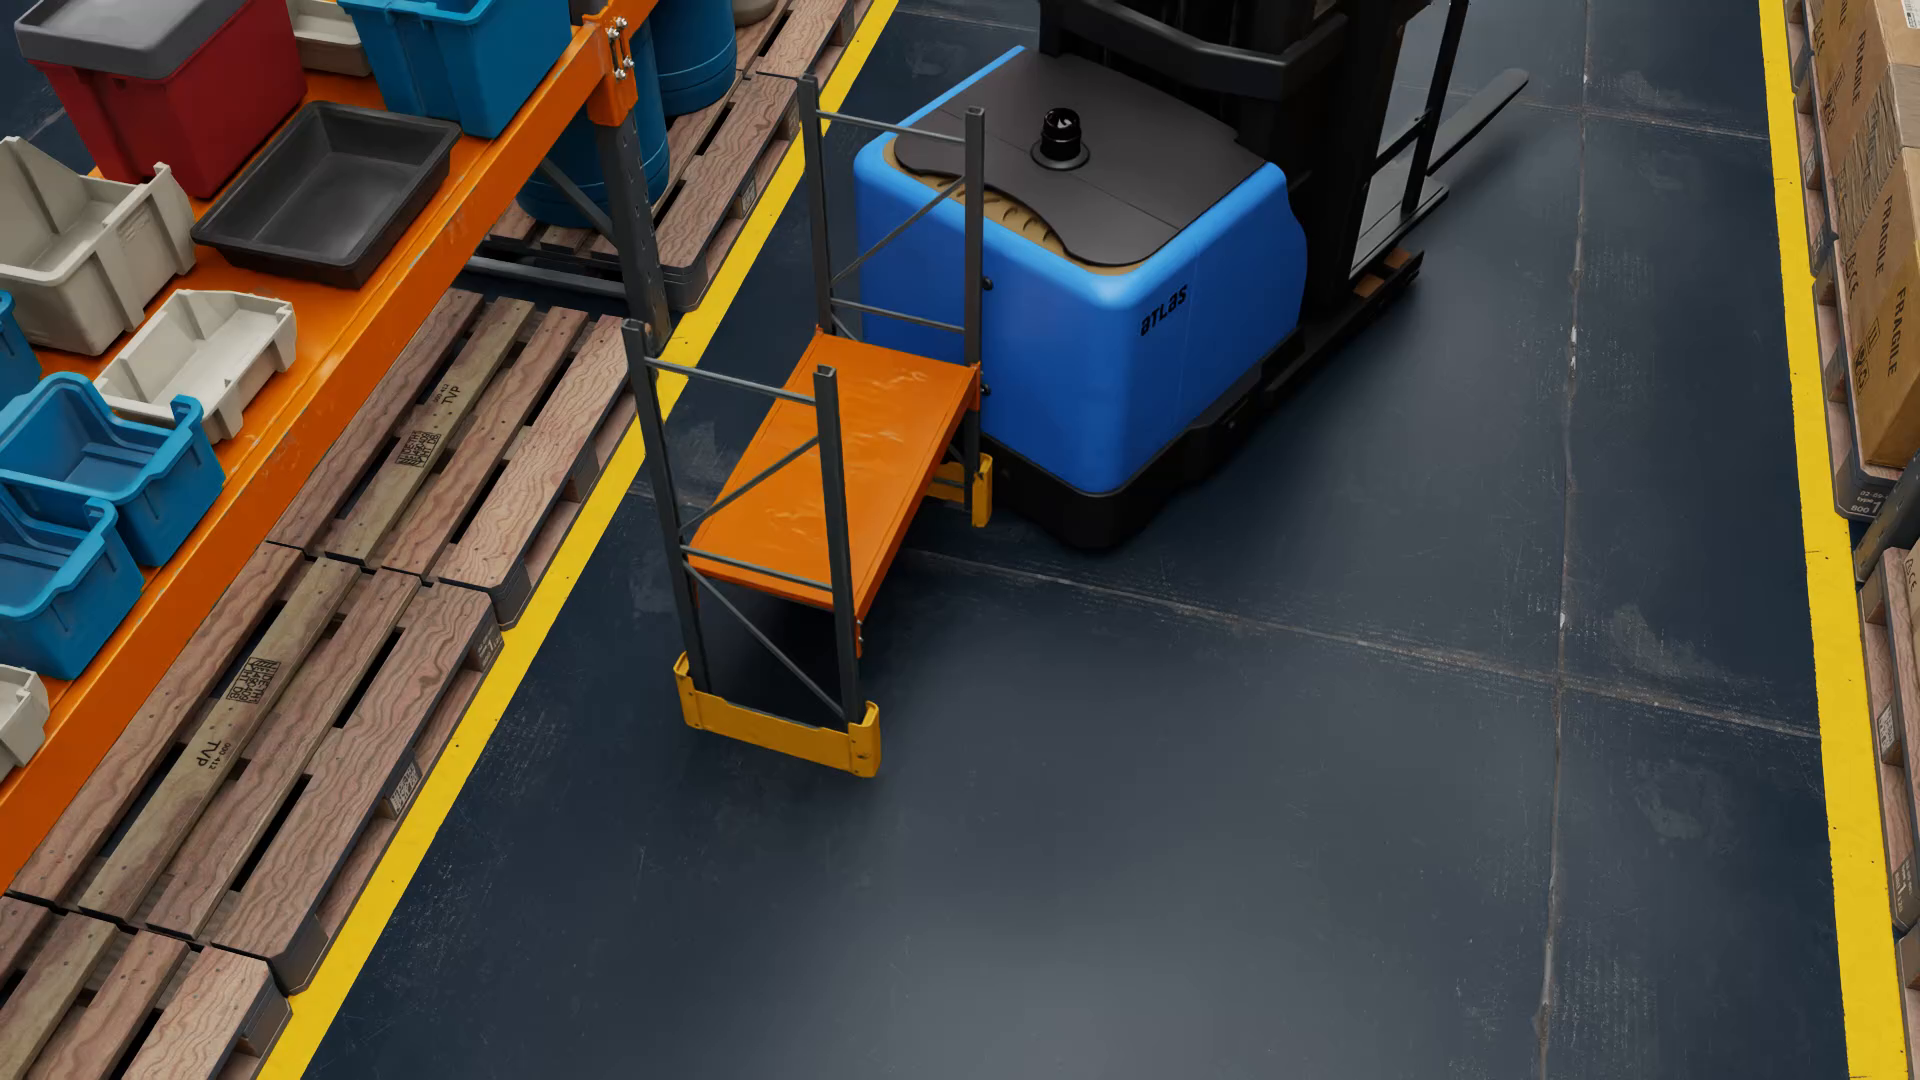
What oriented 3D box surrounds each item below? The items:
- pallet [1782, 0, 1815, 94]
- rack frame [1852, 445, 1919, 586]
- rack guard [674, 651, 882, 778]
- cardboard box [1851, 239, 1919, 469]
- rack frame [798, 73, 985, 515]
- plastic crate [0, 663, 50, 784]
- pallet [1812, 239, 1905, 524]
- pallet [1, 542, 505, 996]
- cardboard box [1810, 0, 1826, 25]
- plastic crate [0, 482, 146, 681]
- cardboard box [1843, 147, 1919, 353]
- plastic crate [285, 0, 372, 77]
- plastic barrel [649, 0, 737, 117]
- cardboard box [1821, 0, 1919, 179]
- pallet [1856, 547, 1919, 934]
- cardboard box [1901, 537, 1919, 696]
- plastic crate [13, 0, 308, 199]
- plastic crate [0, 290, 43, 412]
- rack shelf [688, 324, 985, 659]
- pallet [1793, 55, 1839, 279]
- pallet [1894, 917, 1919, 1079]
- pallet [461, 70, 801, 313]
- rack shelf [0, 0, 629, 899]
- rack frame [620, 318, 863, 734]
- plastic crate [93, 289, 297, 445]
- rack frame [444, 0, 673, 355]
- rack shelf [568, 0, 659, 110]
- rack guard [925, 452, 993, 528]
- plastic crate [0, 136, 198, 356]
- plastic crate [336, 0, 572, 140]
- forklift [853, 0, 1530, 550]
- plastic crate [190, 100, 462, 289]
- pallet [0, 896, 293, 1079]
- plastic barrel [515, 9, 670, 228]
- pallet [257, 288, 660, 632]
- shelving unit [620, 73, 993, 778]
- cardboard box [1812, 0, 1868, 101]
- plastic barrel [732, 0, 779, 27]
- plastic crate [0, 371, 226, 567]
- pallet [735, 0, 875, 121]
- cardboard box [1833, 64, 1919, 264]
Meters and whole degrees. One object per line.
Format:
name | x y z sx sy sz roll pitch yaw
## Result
pallet | 4.080 -2.242 7.088 1.003 0.211 1.213 12 50 10
rack frame | 3.260 -0.804 3.959 1.000 3.000 0.127 12 50 10
rack guard | -0.507 0.488 4.652 0.587 0.250 0.087 14 50 12
cardboard box | 3.114 -0.536 5.096 0.500 0.500 0.500 11 50 10
rack frame | -0.178 -0.646 4.819 0.500 1.500 0.032 14 50 12
plastic crate | -1.845 0.357 3.070 0.250 0.136 0.298 12 50 10
pallet | 3.438 -0.477 5.530 1.003 0.211 1.213 12 50 10
pallet | -1.993 0.563 4.612 1.003 0.211 1.213 12 50 10
cardboard box | 3.785 -2.363 6.709 0.500 0.500 0.500 10 49 9
plastic crate | -1.841 0.079 3.252 0.416 0.233 0.300 12 50 10
cardboard box | 3.252 -0.892 5.410 0.500 0.500 0.500 12 50 10
plastic crate | -1.778 -1.408 4.628 0.396 0.136 0.243 12 50 10
plastic barrel | -1.172 -2.131 6.250 0.600 0.901 0.708 12 50 10
cardboard box | 3.516 -1.623 6.055 0.500 0.500 0.500 10 49 9
pallet | 3.078 0.615 4.566 1.003 0.211 1.213 12 50 10
cardboard box | 2.941 0.201 4.572 0.500 0.311 0.500 12 50 10
plastic crate | -1.995 -1.229 4.251 0.402 0.464 0.583 12 50 10
plastic crate | -2.277 -0.391 3.666 0.416 0.233 0.300 12 50 10
rack shelf | -0.343 -0.166 4.636 0.538 0.185 1.000 14 50 12
pallet | 3.757 -1.362 6.312 1.003 0.211 1.213 12 50 10
pallet | 2.759 1.501 3.785 1.003 0.211 1.213 12 50 10
pallet | -1.274 -1.411 6.355 1.003 0.211 1.213 12 50 10
rack shelf | -2.044 -0.099 3.817 1.077 0.370 4.000 12 50 10
rack frame | -0.508 0.076 4.183 0.500 1.500 0.032 14 50 12
plastic crate | -1.686 -0.398 3.736 0.293 0.136 0.466 12 50 10
rack frame | -1.518 -1.784 4.824 1.000 3.000 0.127 12 50 10
rack shelf | -0.991 -2.993 6.370 1.077 0.370 4.000 12 50 10
rack guard | -0.184 -0.218 5.276 0.587 0.250 0.087 14 50 12
plastic crate | -2.097 -0.697 3.903 0.437 0.282 0.530 12 50 10
plastic crate | -1.311 -1.394 4.450 0.392 0.384 0.575 12 50 10
forklift | 1.015 -1.975 5.038 1.130 2.935 3.031 33 56 26
plastic crate | -1.553 -0.850 4.143 0.437 0.125 0.590 12 50 10
pallet | -2.316 1.443 3.836 1.003 0.211 1.213 12 50 10
plastic barrel | -1.358 -1.619 5.798 0.600 0.901 0.708 12 50 10
pallet | -1.674 -0.322 5.393 1.003 0.211 1.213 12 50 10
shelving unit | -0.346 -0.279 4.496 0.587 1.500 1.083 14 50 12
cardboard box | 3.648 -2.001 6.389 0.500 0.500 0.500 11 49 10
plastic barrel | -0.937 -2.393 6.741 0.421 0.512 0.421 0 49 0
plastic crate | -1.762 -0.138 3.443 0.416 0.233 0.300 12 50 10
pallet | -0.955 -2.297 7.136 1.003 0.211 1.213 12 50 10
cardboard box | 3.384 -1.254 5.730 0.500 0.500 0.500 12 50 11
